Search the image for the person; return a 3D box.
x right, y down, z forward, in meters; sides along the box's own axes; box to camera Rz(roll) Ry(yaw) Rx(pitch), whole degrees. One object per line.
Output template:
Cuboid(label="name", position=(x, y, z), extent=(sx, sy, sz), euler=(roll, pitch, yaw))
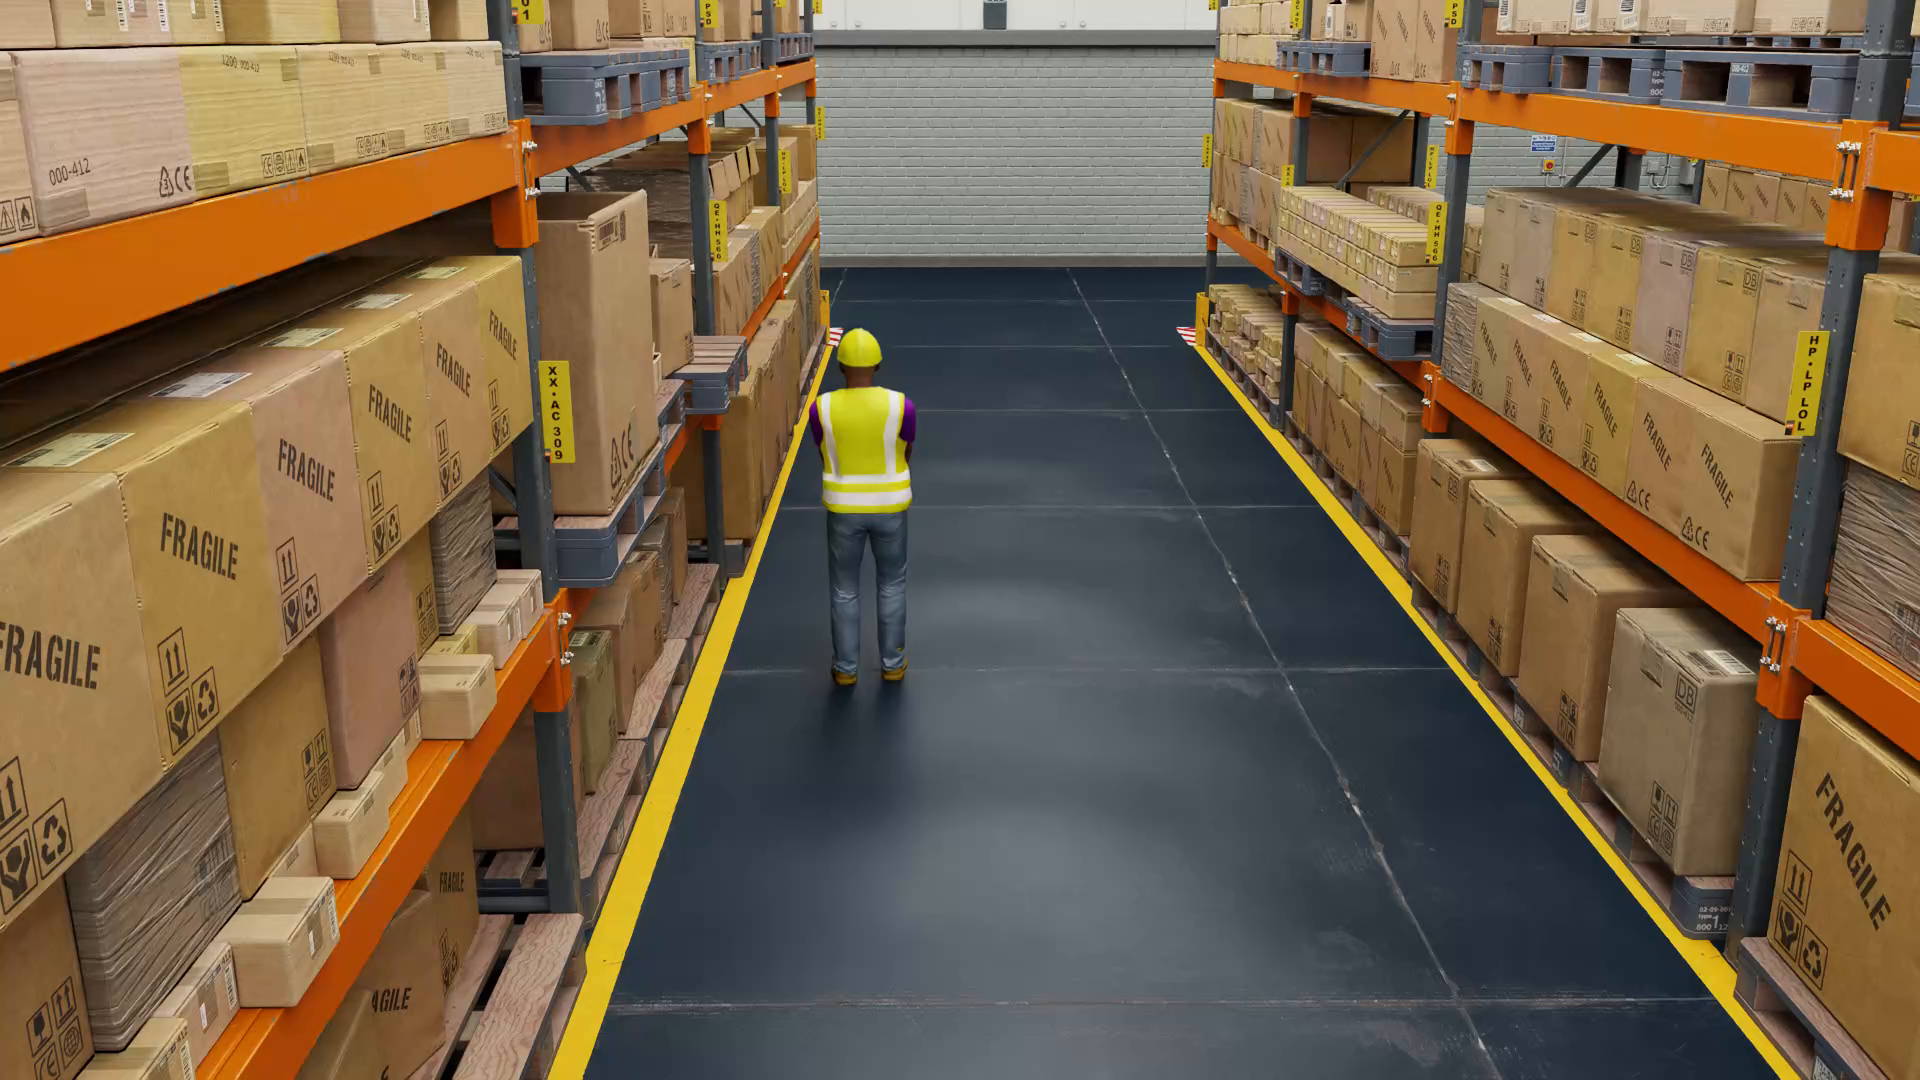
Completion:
Cuboid(label="person", position=(-0.465, -0.181, 8.106), extent=(0.503, 1.760, 0.576), euler=(-1, 17, -2))
